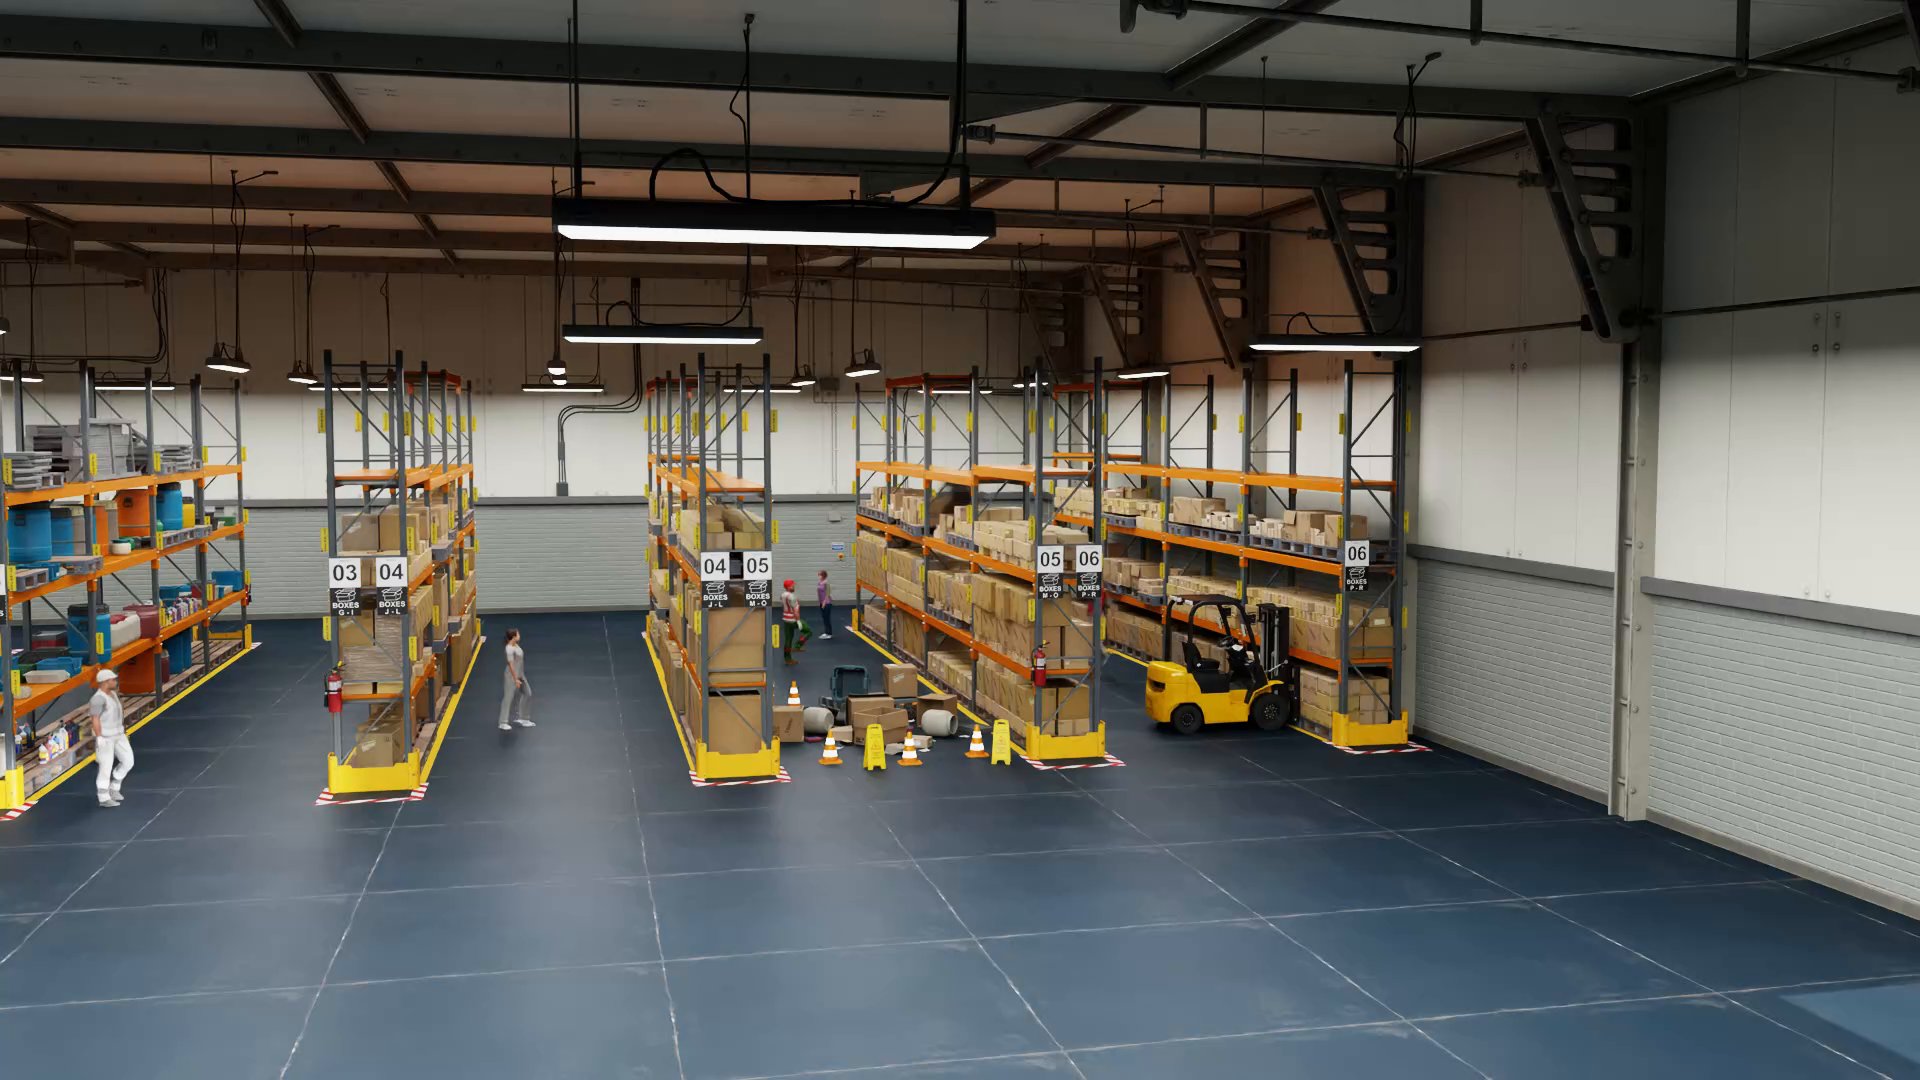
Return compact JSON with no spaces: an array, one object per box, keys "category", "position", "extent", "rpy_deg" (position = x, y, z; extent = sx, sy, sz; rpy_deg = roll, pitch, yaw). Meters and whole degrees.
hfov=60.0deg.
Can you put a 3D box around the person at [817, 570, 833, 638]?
[{"category":"person","position":[-3.165,1.502,38.826],"extent":[0.352,1.607,0.439],"rpy_deg":[-3,5,-36]}]

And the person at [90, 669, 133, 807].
[{"category":"person","position":[-11.209,2.594,21.857],"extent":[0.443,1.794,0.597],"rpy_deg":[1,4,12]}]

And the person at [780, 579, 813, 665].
[{"category":"person","position":[-3.402,1.699,34.524],"extent":[0.553,1.789,0.619],"rpy_deg":[-3,5,-32]}]

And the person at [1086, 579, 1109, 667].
[{"category":"person","position":[2.655,1.640,32.935],"extent":[0.570,1.776,0.588],"rpy_deg":[2,5,31]}]

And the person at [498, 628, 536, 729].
[{"category":"person","position":[-7.323,2.276,27.358],"extent":[0.458,1.695,0.597],"rpy_deg":[1,4,11]}]
